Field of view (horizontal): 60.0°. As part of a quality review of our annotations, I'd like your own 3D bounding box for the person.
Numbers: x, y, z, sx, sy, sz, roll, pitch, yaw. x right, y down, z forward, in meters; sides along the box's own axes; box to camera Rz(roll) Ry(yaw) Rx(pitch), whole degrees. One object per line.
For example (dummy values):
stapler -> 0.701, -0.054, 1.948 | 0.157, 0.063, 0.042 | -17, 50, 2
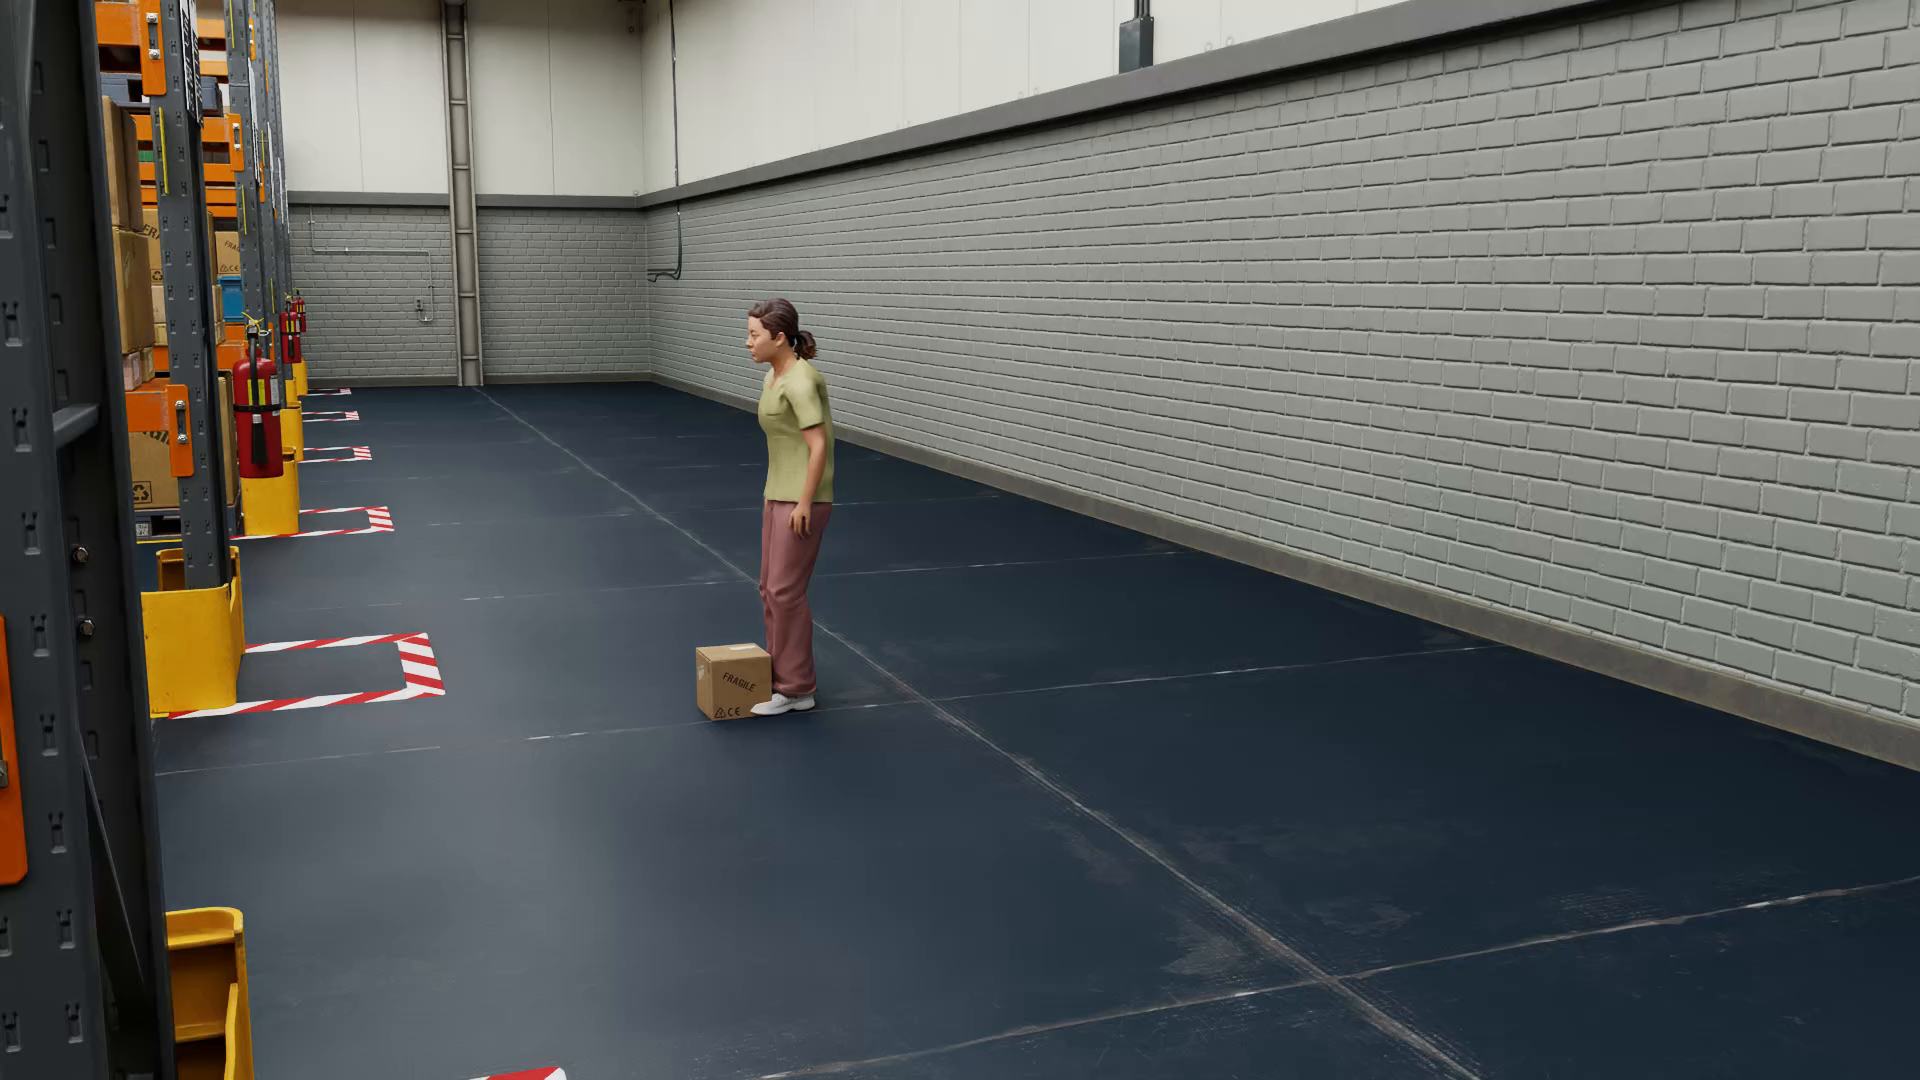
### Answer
person -> -0.719, -0.140, 6.753 | 0.404, 1.673, 0.500 | -4, 10, -21
